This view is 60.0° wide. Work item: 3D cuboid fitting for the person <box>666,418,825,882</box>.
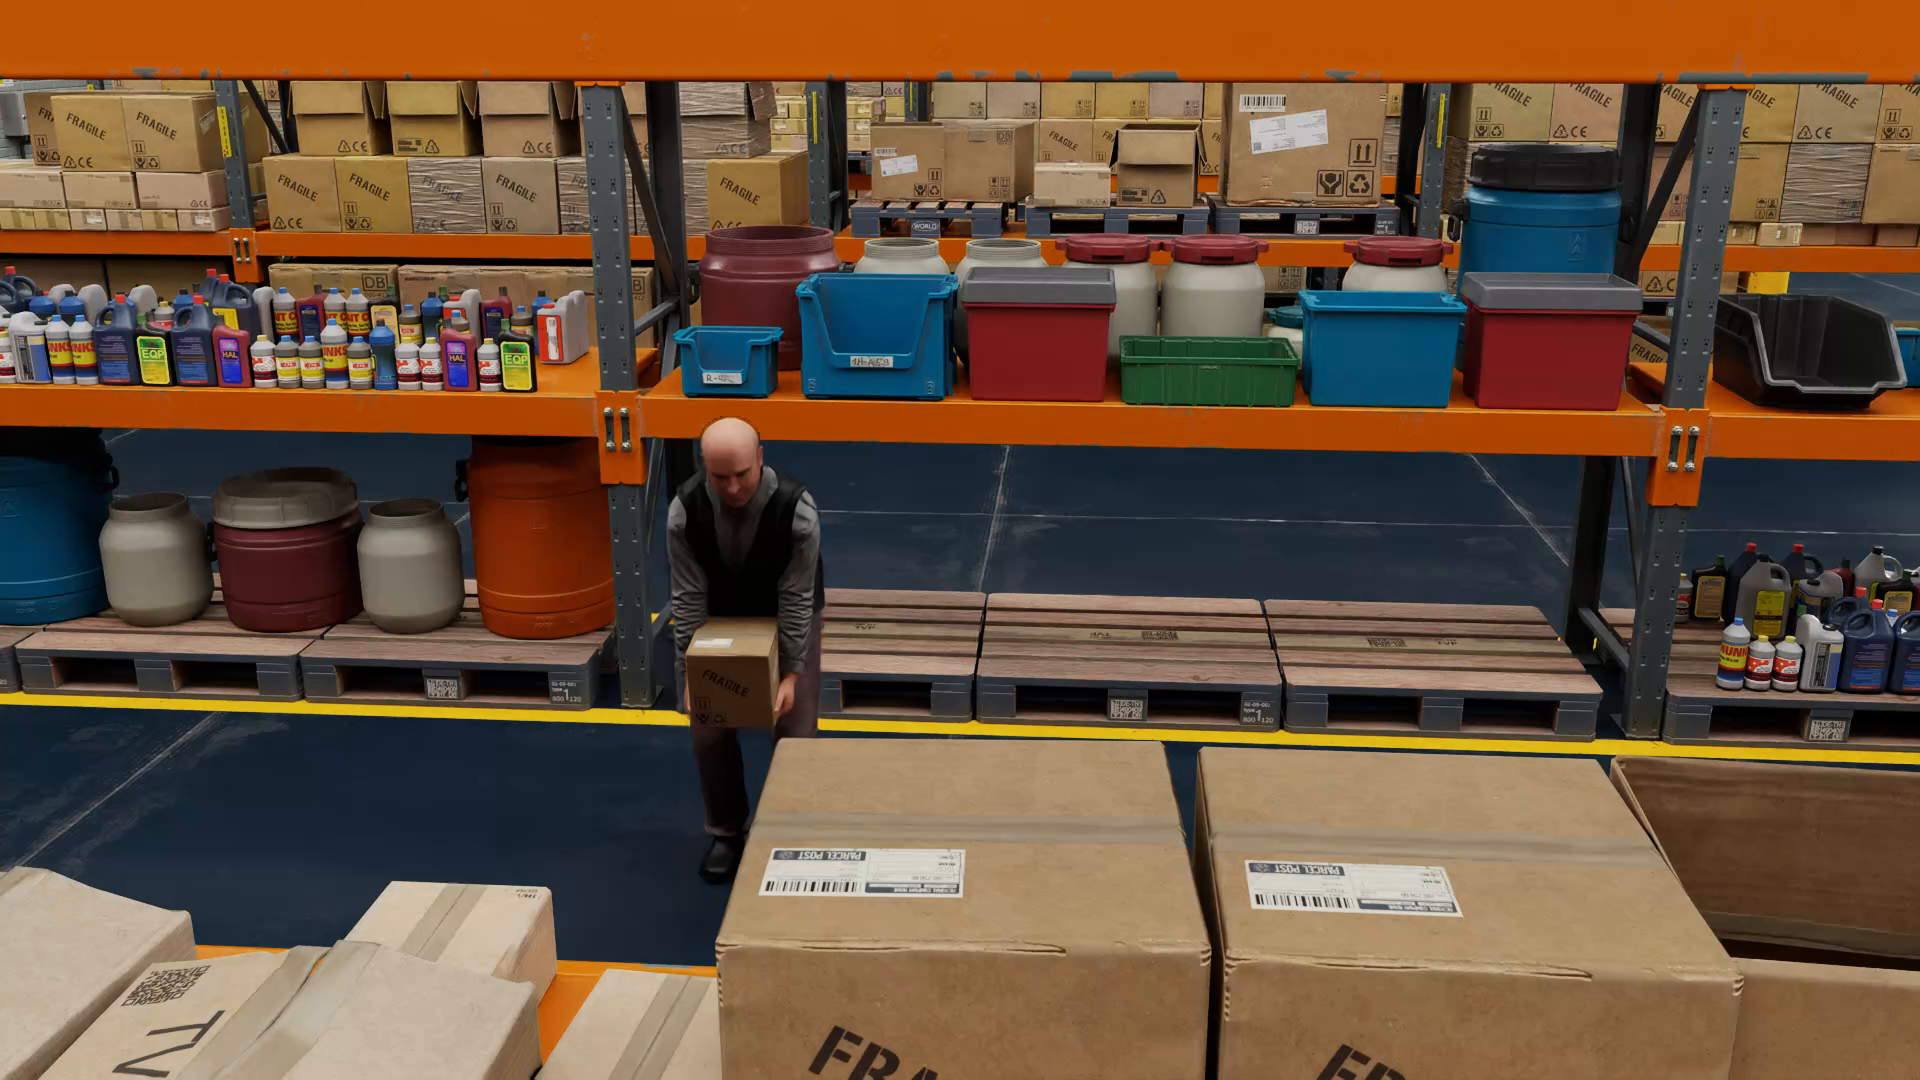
[{"bbox_3d":[-0.650,0.349,5.211,0.470,1.600,0.675,1,17,3],"label":"person"}]
